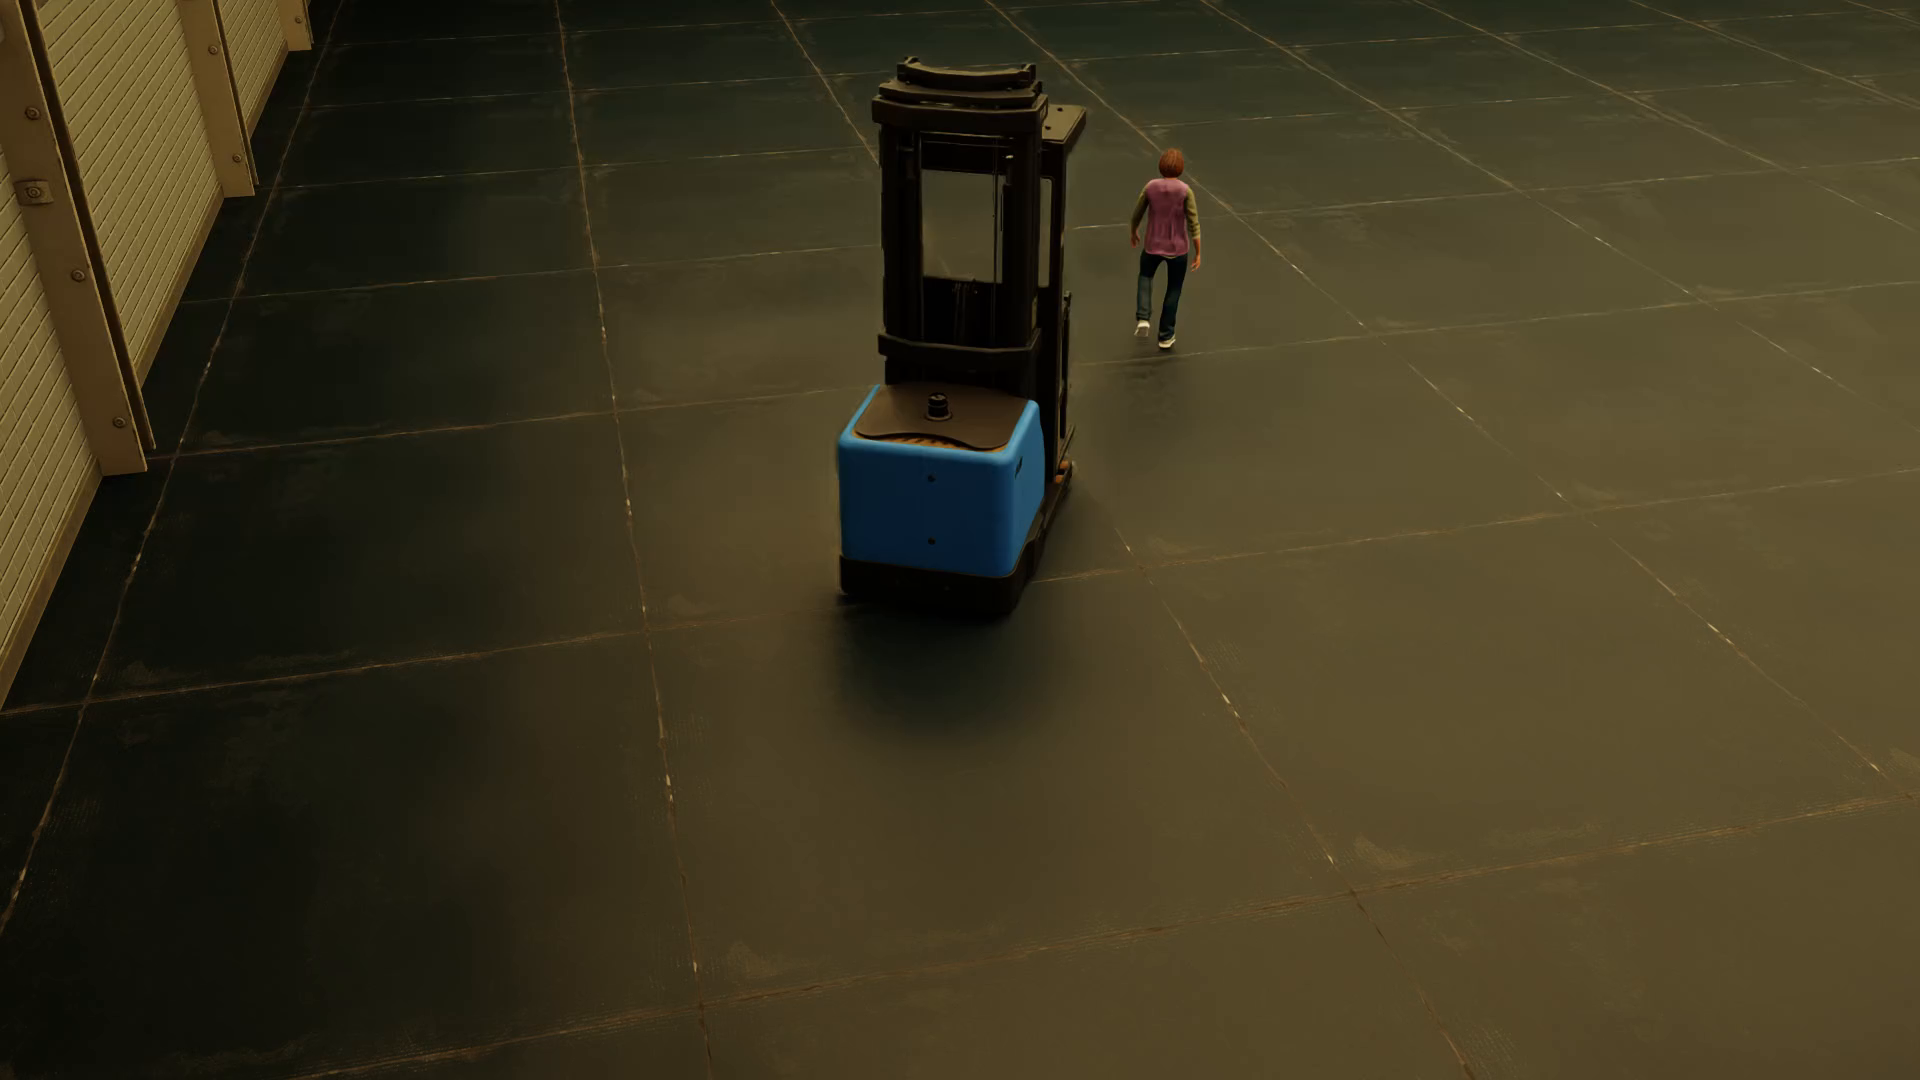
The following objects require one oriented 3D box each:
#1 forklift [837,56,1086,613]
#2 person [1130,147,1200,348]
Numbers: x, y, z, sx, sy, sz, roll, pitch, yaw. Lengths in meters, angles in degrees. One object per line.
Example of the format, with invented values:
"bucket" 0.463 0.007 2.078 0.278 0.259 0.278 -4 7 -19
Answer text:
"forklift" 0.132 -1.569 10.285 1.130 2.935 3.031 7 31 12
"person" 1.573 -2.228 12.790 0.582 1.566 0.433 8 31 14
